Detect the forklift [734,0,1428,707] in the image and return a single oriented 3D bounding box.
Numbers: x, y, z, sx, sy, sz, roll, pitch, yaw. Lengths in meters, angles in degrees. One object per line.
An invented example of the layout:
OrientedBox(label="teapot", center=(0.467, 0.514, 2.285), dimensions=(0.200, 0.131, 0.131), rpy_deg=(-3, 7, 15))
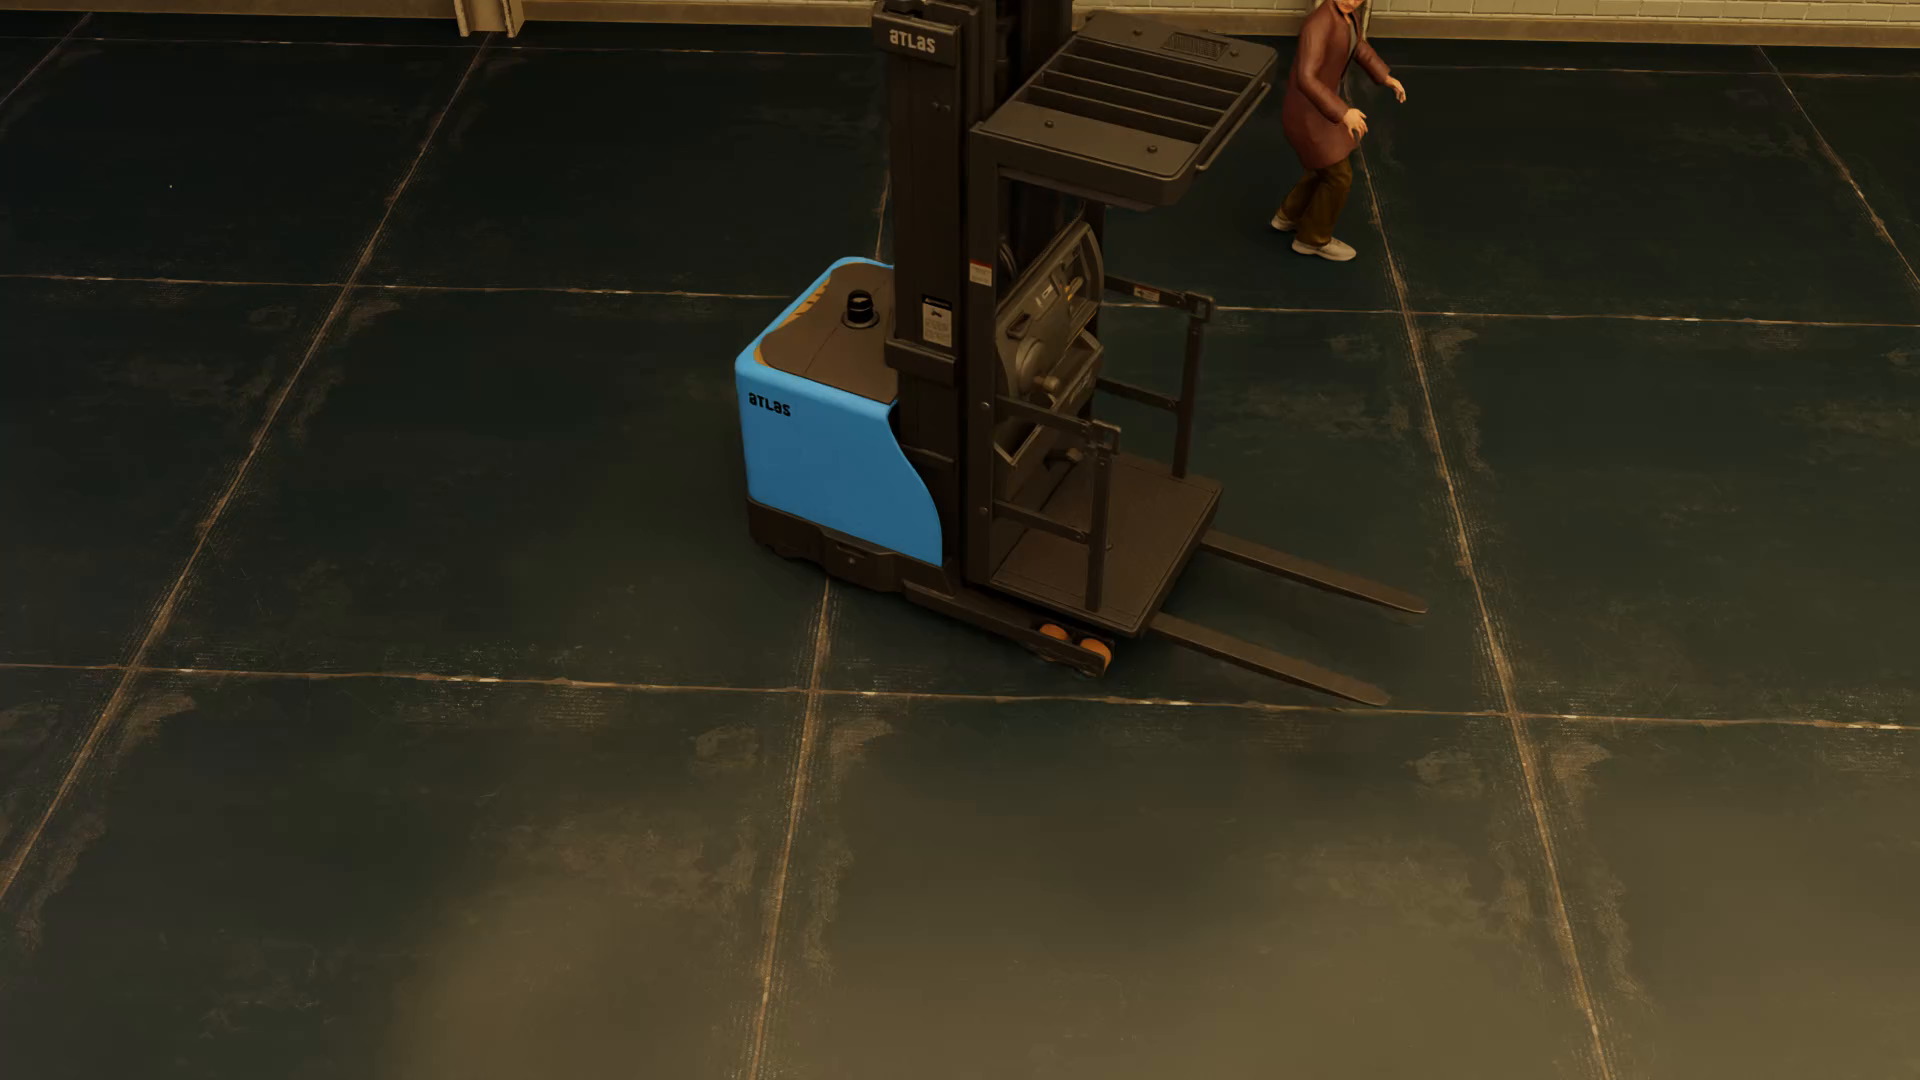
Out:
OrientedBox(label="forklift", center=(0.552, -0.901, 6.729), dimensions=(3.031, 2.935, 1.130), rpy_deg=(19, 46, 20))

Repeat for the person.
OrientedBox(label="person", center=(2.123, -2.358, 9.268), dimensions=(0.644, 1.730, 0.829), rpy_deg=(13, 44, 13))
